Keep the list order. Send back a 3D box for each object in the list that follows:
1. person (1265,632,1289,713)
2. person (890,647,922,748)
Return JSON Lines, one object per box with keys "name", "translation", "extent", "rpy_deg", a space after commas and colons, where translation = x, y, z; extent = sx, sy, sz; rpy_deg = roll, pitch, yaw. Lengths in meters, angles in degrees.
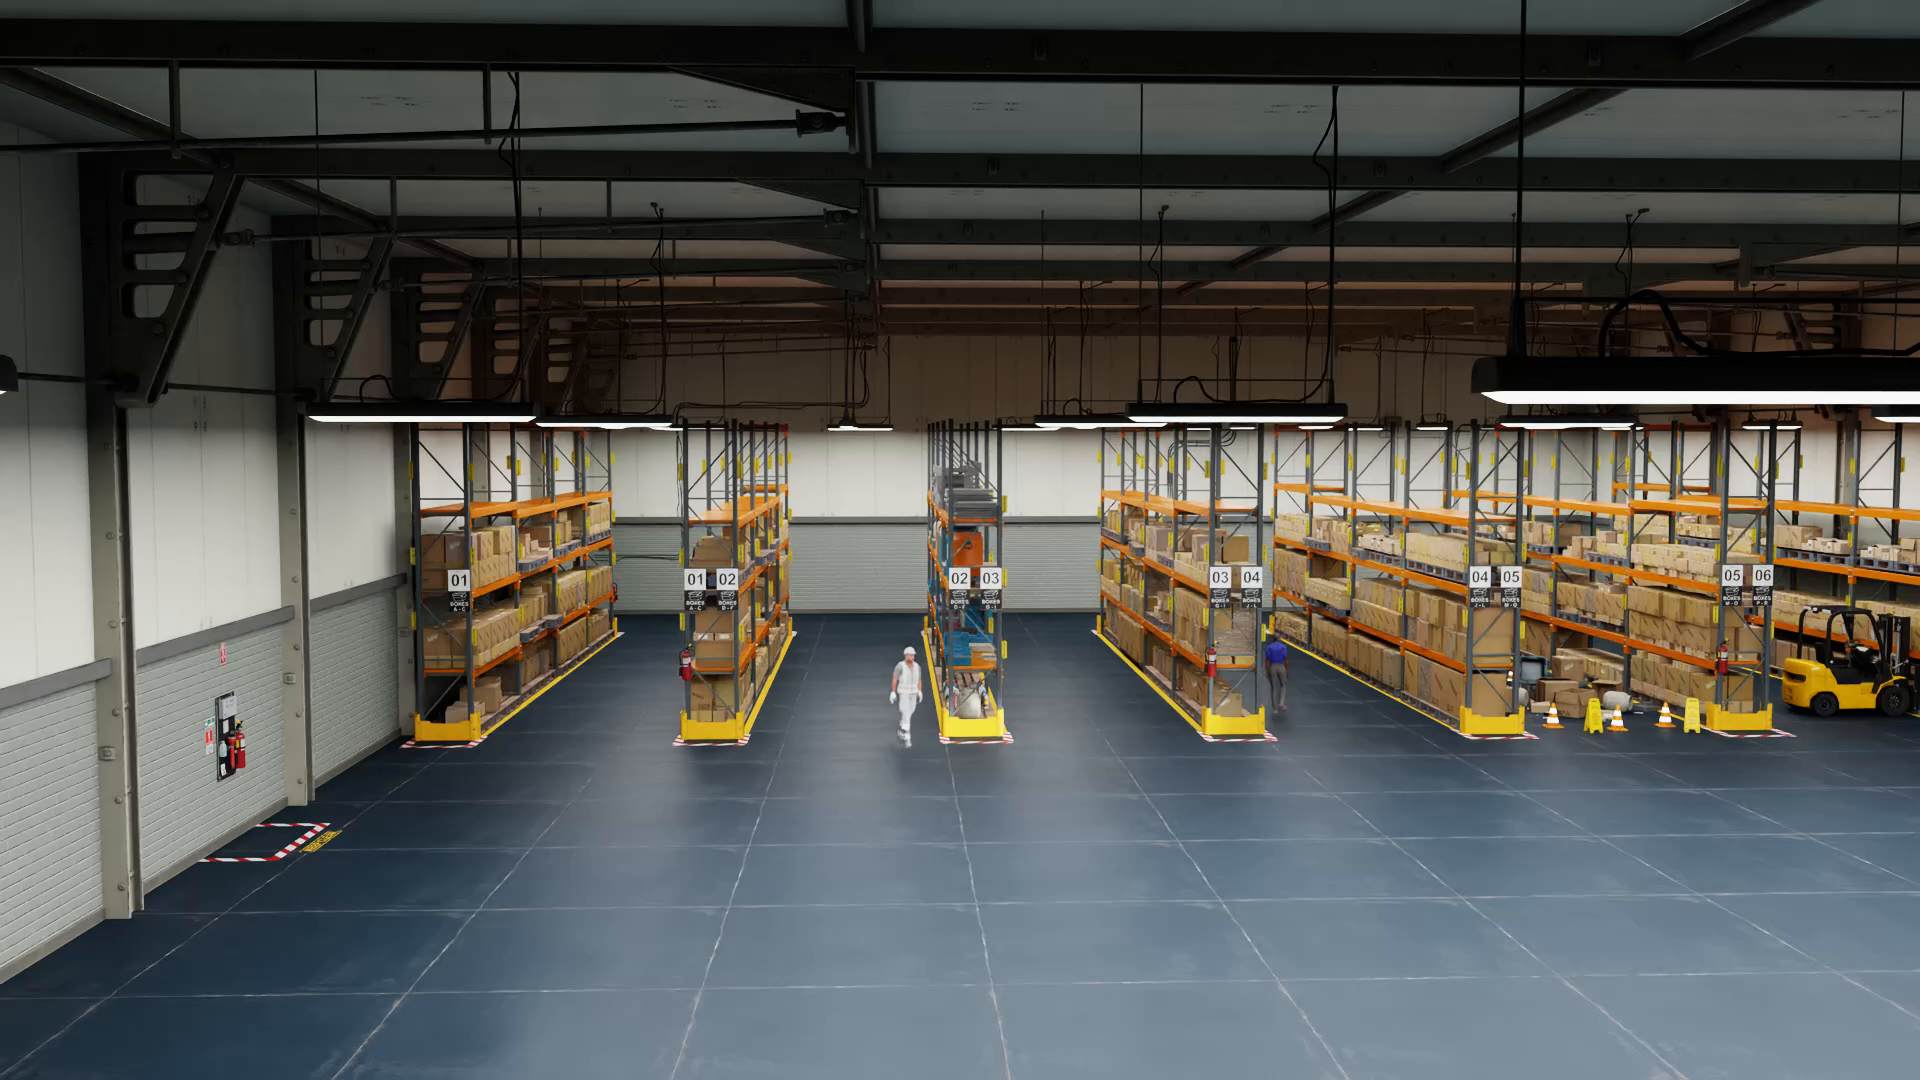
{"name": "person", "translation": [6.496, 2.705, 34.094], "extent": [0.491, 1.640, 0.497], "rpy_deg": [1, 4, 12]}
{"name": "person", "translation": [-0.940, 2.879, 30.704], "extent": [0.602, 1.801, 0.763], "rpy_deg": [-3, 4, -35]}
